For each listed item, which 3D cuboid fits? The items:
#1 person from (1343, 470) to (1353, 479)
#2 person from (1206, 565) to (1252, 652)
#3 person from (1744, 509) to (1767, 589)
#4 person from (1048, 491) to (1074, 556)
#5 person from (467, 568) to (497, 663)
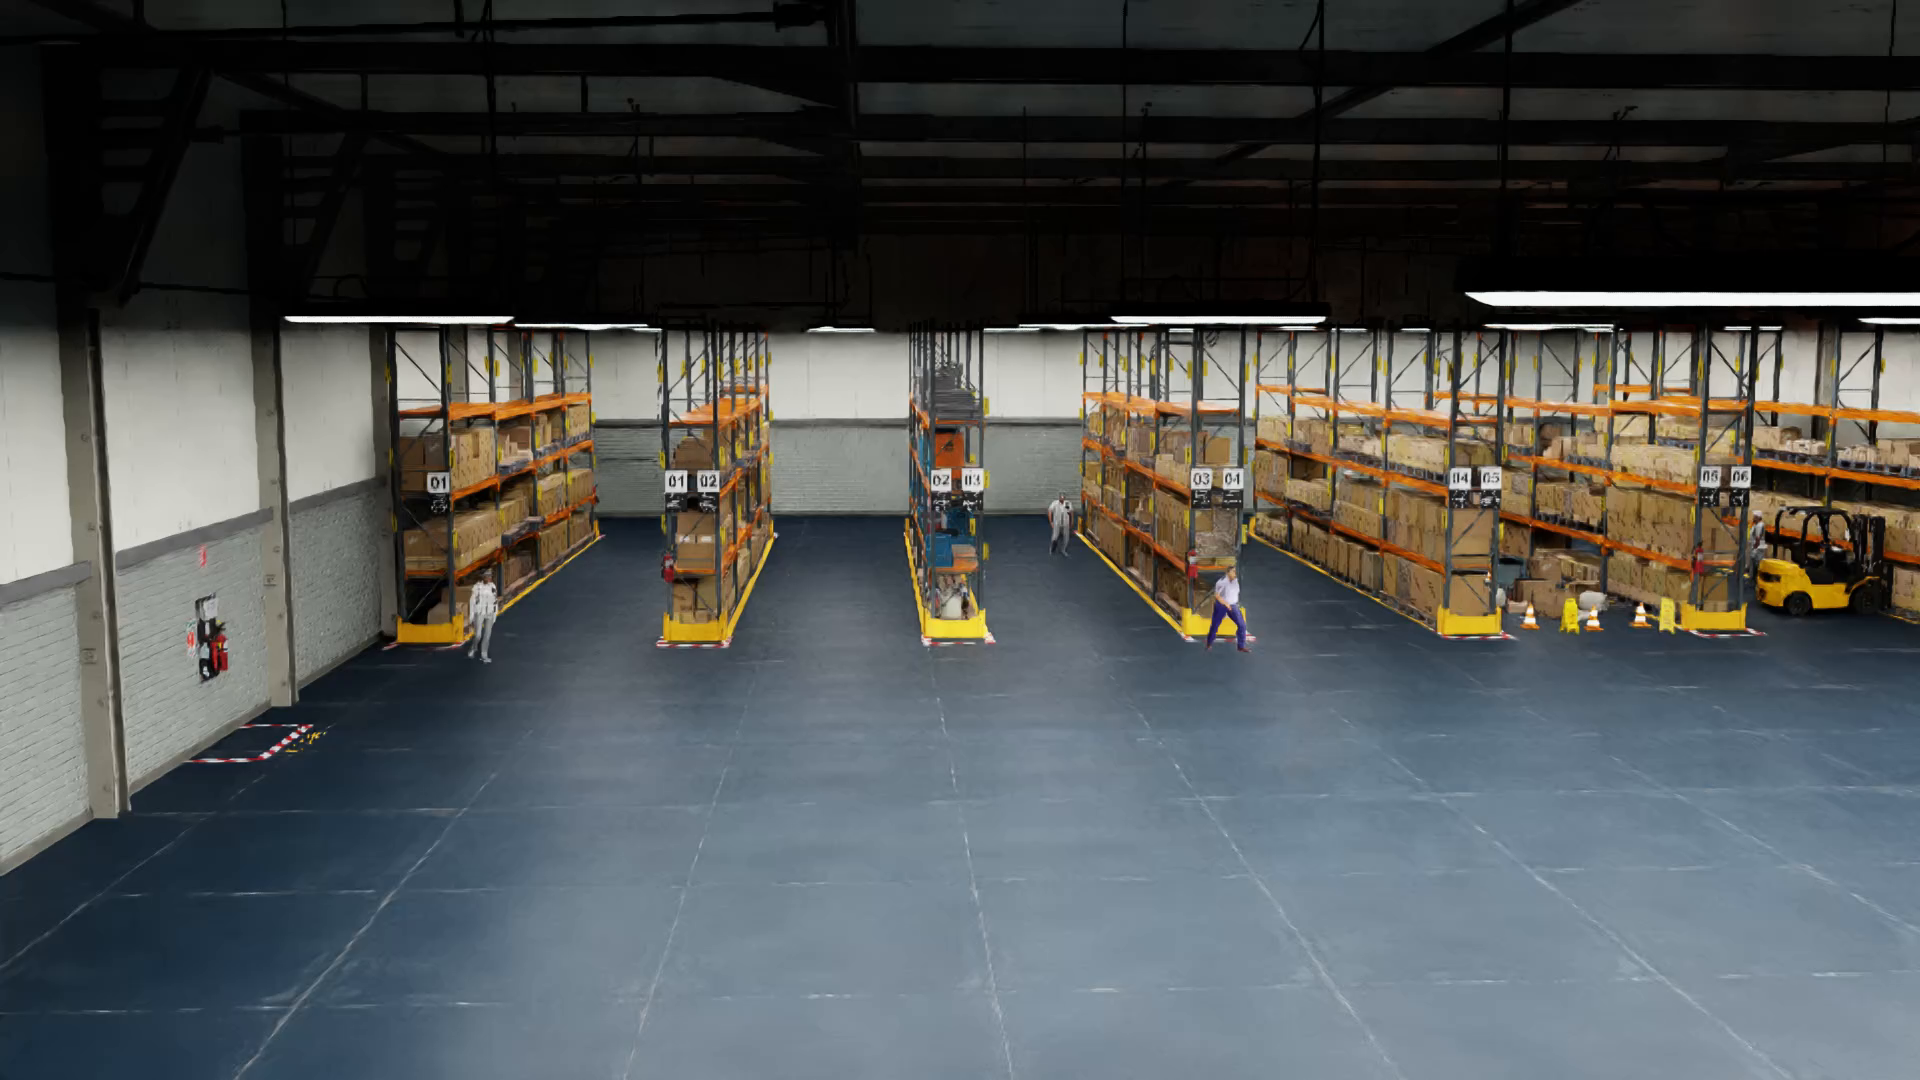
[{"bbox_3d":[11.380,-1.161,48.620,0.555,1.791,0.656,-3,8,-25],"label":"person"},{"bbox_3d":[4.849,1.222,30.143,0.655,1.564,0.824,-3,8,-20],"label":"person"},{"bbox_3d":[17.926,0.194,37.512,0.584,1.782,0.676,3,8,22],"label":"person"},{"bbox_3d":[2.610,-0.432,43.060,0.682,1.704,0.536,-1,7,-5],"label":"person"},{"bbox_3d":[-8.380,1.304,29.165,0.530,1.671,0.519,-6,9,-40],"label":"person"}]
